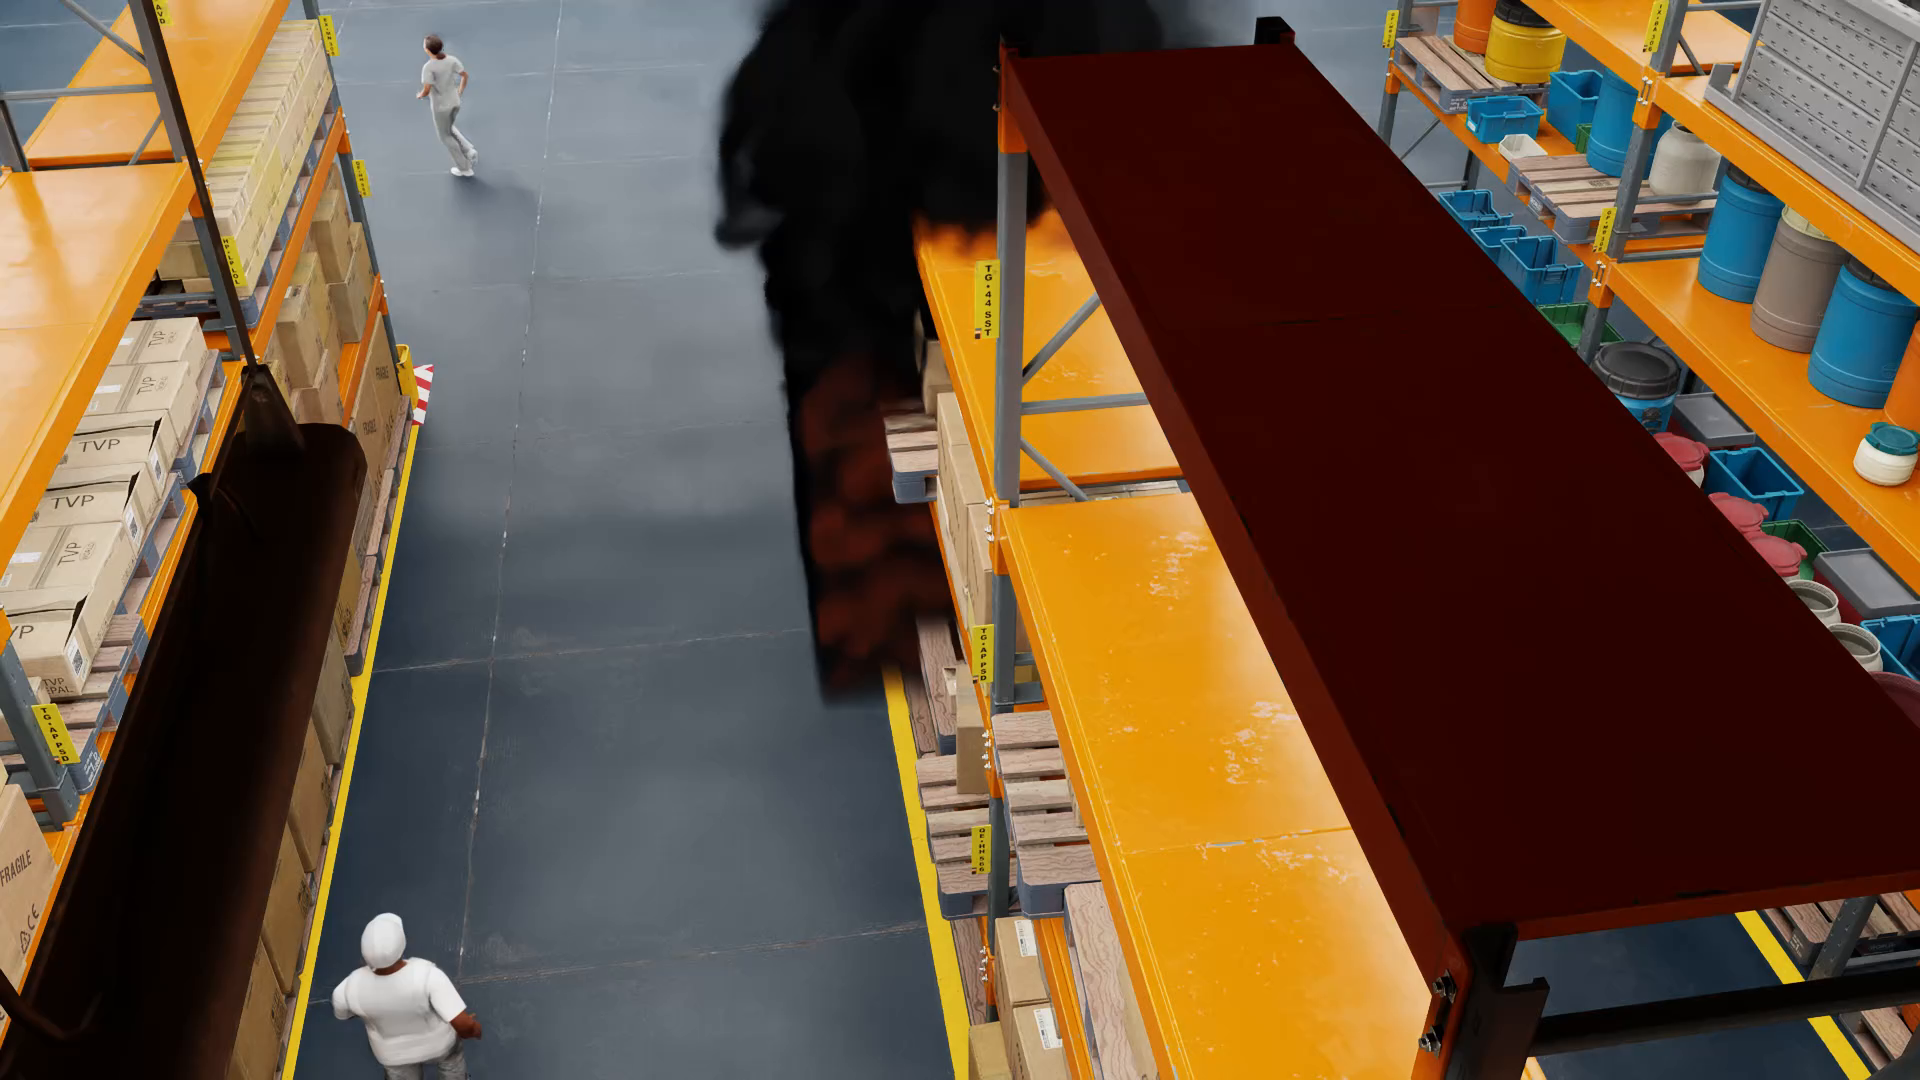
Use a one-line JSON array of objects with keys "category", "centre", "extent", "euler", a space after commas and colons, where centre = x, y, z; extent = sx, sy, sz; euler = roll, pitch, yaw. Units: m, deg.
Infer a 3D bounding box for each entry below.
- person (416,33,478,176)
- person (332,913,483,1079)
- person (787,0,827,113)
[{"category": "person", "centre": [-5.818, -4.896, 18.740], "extent": [0.549, 1.638, 0.576], "euler": [18, 40, 23]}, {"category": "person", "centre": [-2.760, 2.571, 8.449], "extent": [0.677, 1.821, 0.820], "euler": [-9, 37, -13]}, {"category": "person", "centre": [-1.705, -6.043, 20.110], "extent": [0.882, 1.794, 0.648], "euler": [6, 37, 8]}]
